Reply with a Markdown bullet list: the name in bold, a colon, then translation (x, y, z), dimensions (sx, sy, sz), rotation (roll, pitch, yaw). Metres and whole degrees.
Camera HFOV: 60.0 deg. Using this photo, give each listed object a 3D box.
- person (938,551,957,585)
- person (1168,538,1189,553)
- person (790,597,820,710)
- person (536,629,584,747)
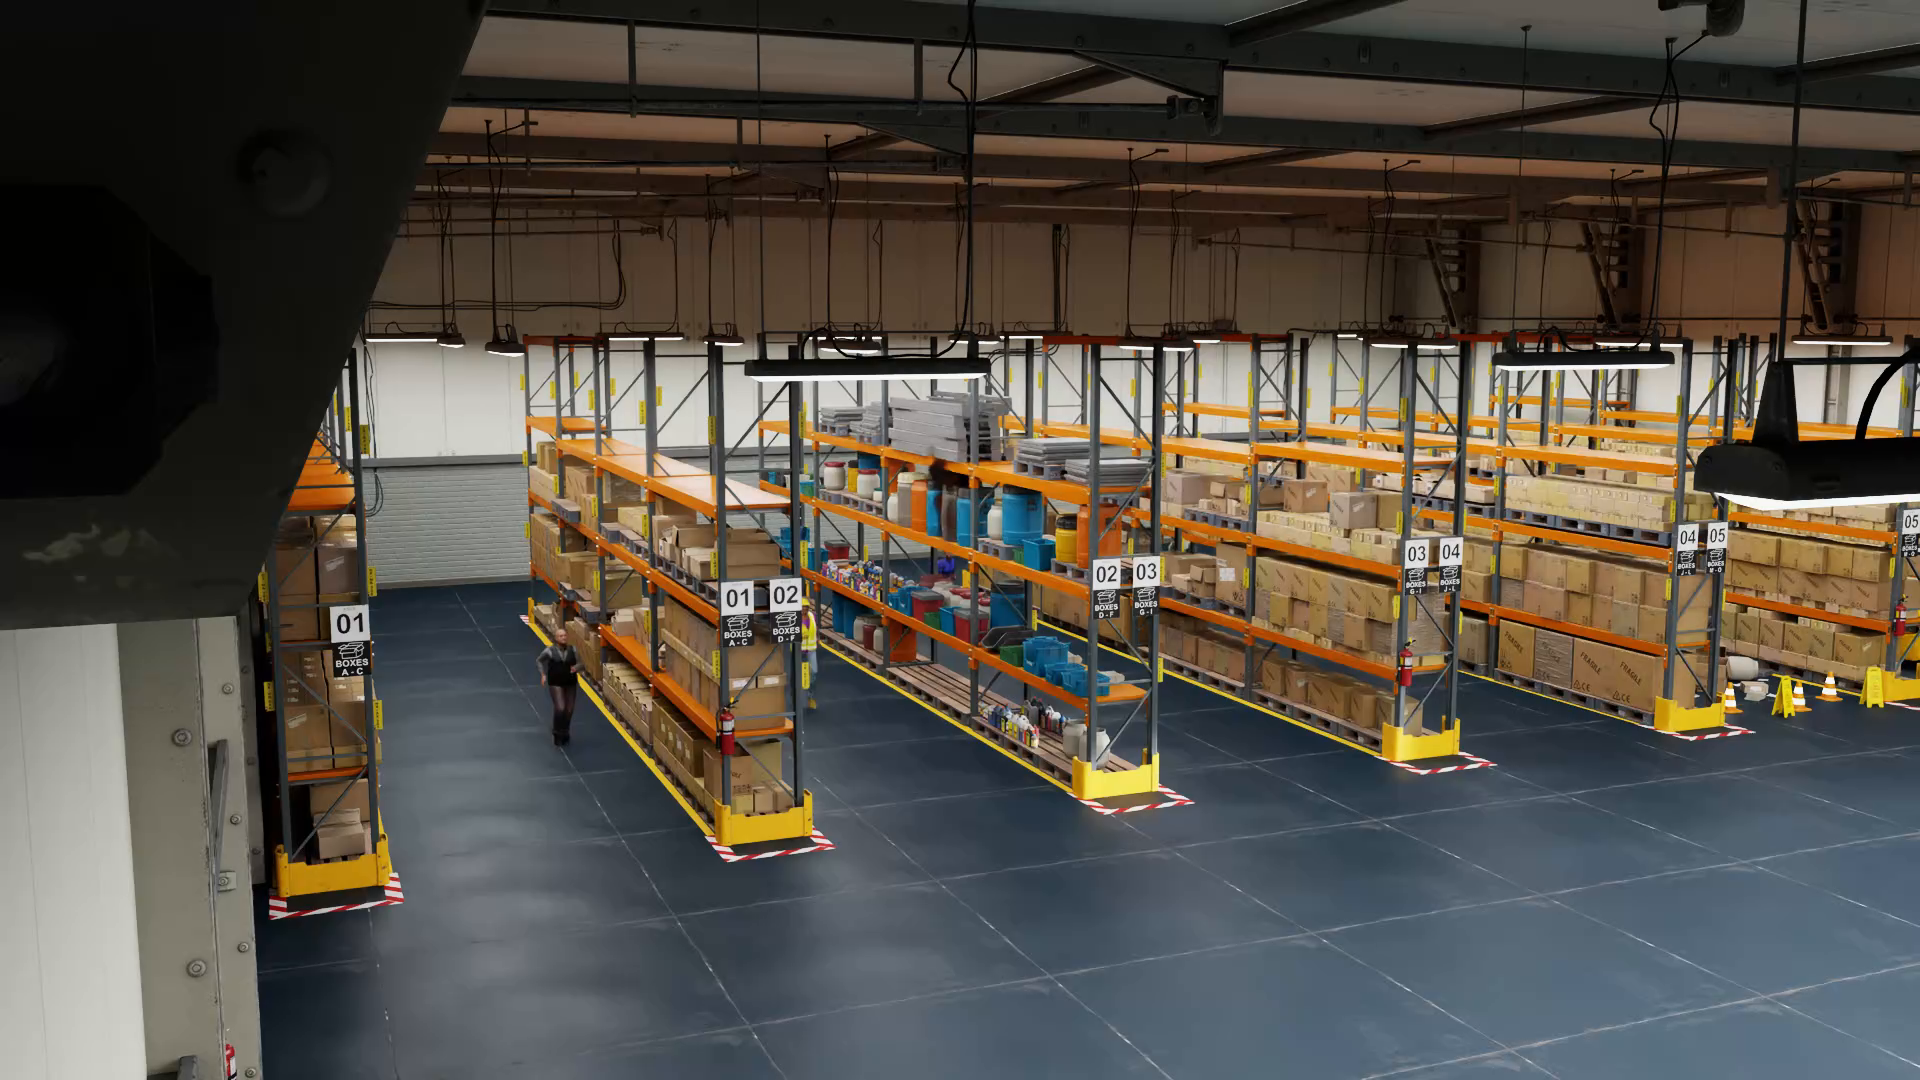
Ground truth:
- **person**: translation (-0.313, 0.940, 34.569), dimensions (0.582, 1.632, 0.953), rotation (-5, 9, -31)
- **person**: translation (5.529, -0.050, 41.563), dimensions (0.715, 1.751, 0.700), rotation (-1, 8, -7)
- **person**: translation (-2.571, 1.835, 27.242), dimensions (0.666, 1.823, 0.870), rotation (-3, 8, -24)
- **person**: translation (-5.925, 2.200, 24.763), dimensions (0.650, 1.748, 0.724), rotation (-4, 9, -28)
